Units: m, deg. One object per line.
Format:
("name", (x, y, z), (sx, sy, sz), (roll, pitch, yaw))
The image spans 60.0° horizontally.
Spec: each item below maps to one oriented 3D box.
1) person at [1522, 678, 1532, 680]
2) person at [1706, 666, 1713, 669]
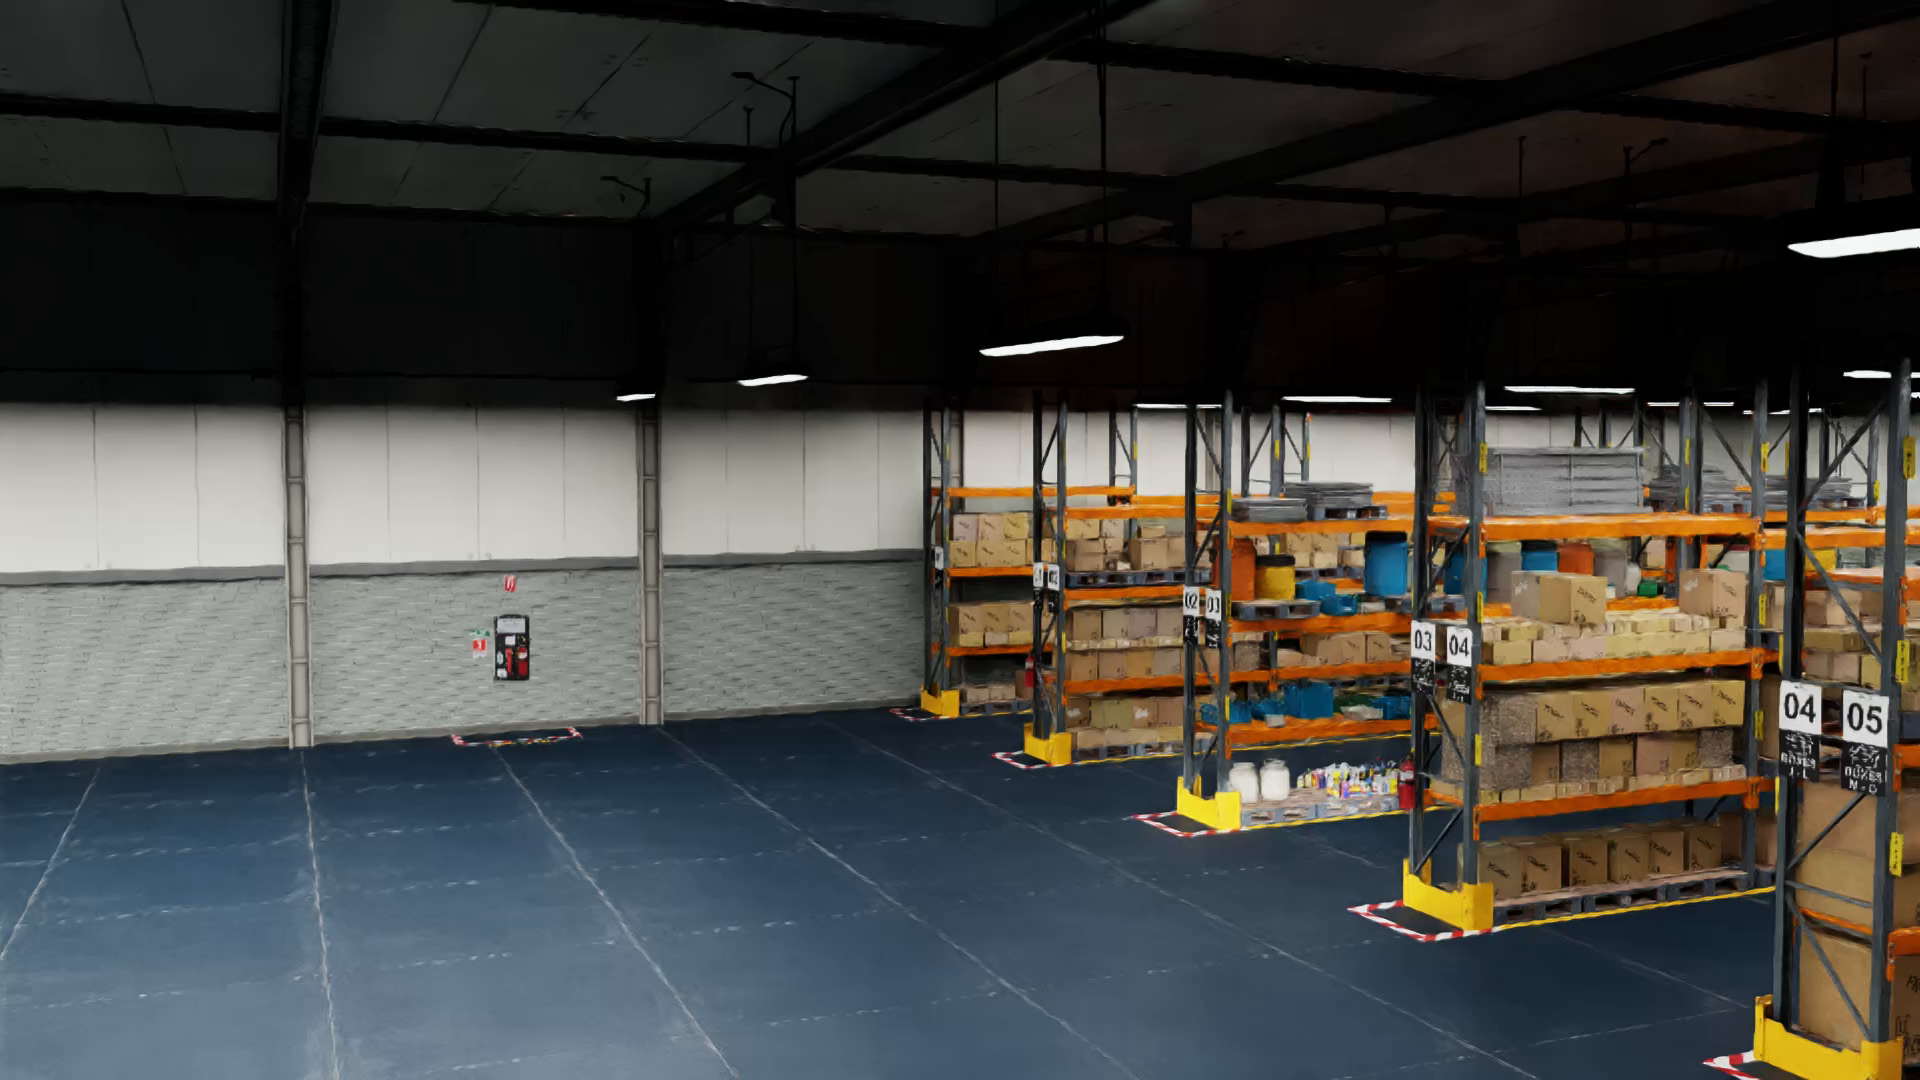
("person", (10.039, 2.658, 29.102), (0.763, 1.602, 0.622), (-1, 4, -17))
("person", (16.591, 2.205, 36.279), (0.769, 1.625, 0.583), (1, 3, 14))
